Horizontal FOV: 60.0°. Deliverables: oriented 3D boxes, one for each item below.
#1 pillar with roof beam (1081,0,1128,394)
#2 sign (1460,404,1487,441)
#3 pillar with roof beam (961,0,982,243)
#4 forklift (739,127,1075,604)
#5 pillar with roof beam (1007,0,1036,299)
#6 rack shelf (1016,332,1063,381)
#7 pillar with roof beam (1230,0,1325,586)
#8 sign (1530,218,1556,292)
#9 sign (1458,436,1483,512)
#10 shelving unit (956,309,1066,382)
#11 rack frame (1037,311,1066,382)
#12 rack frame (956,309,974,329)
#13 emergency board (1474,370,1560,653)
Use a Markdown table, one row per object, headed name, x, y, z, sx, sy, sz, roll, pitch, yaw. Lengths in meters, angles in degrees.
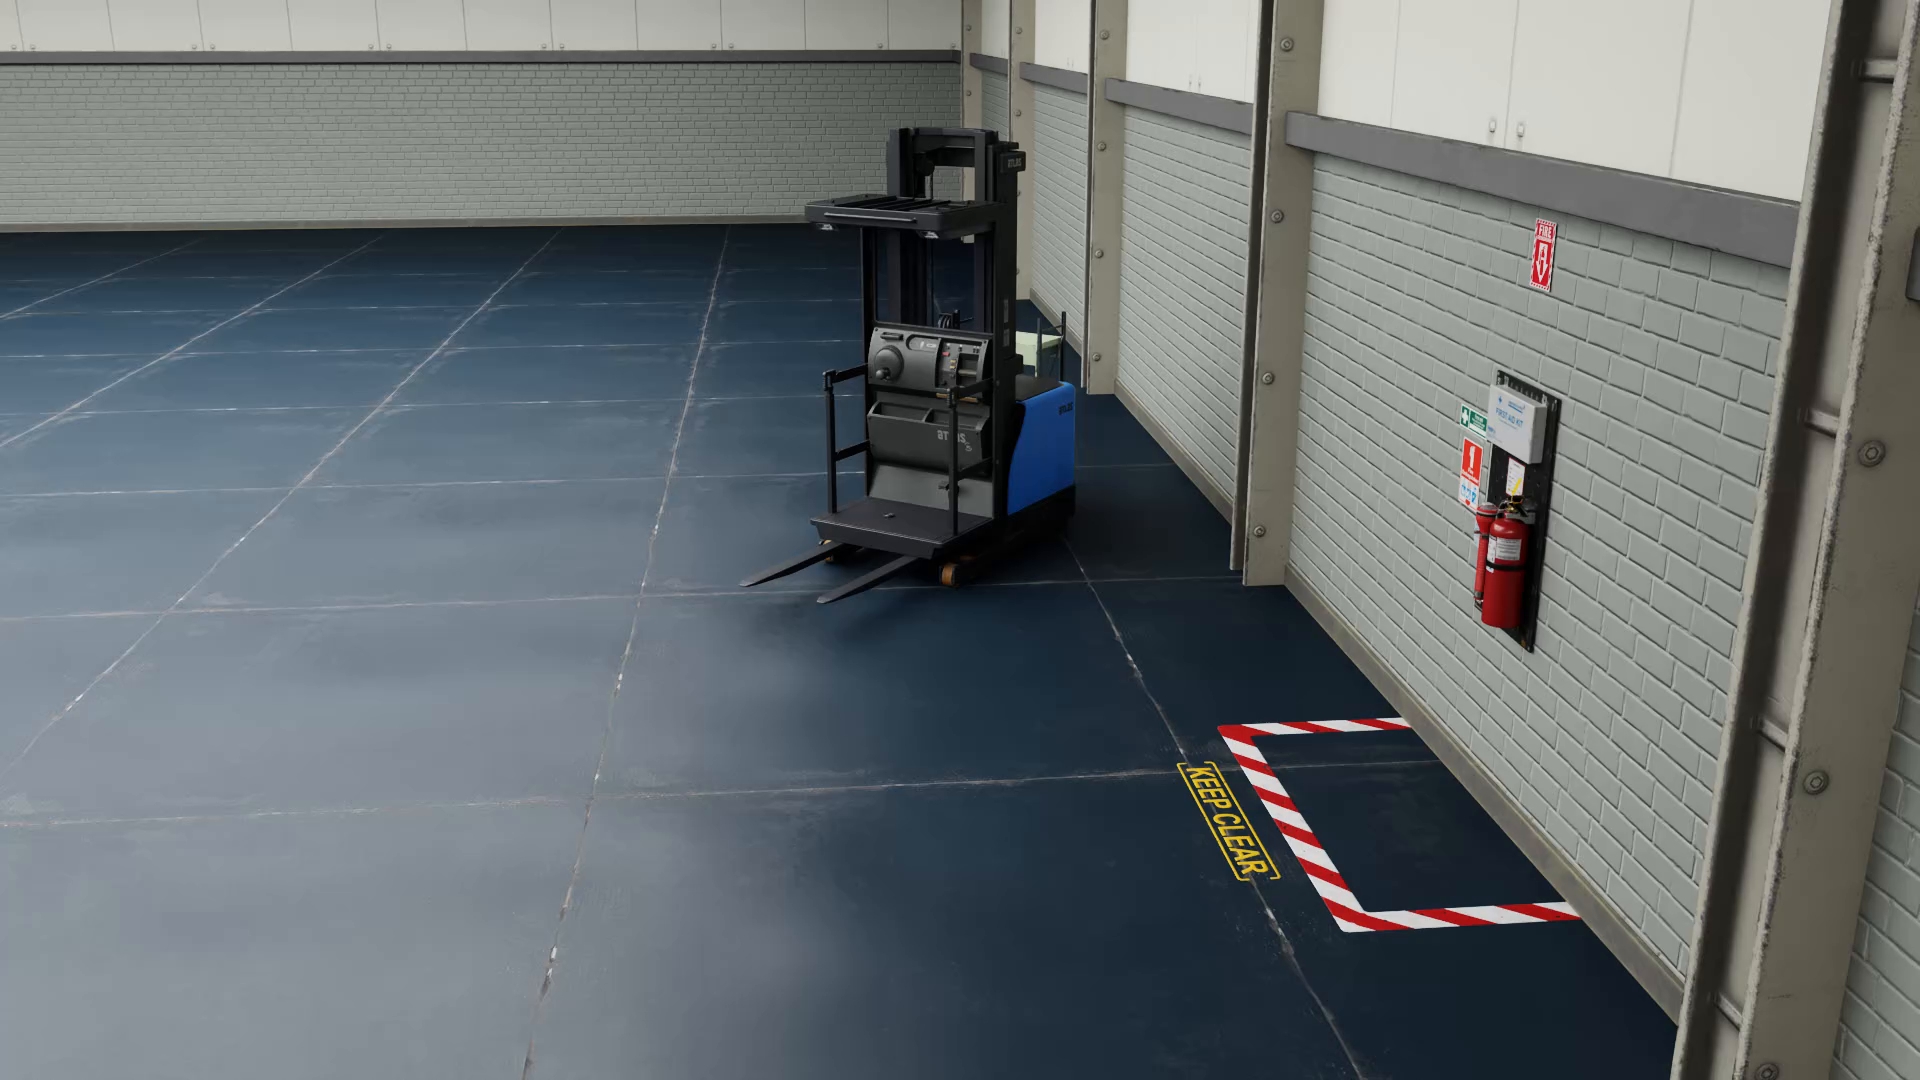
| name | x | y | z | sx | sy | sz | roll | pitch | yaw |
| --- | --- | --- | --- | --- | --- | --- | --- | --- | --- |
| pillar with roof beam | -2.852 | -5.703 | 15.320 | 9.100 | 9.000 | 0.400 | -2 | 18 | -6 |
| sign | 2.488 | -0.572 | 8.048 | 0.001 | 0.109 | 0.331 | -2 | 18 | -6 |
| pillar with roof beam | -4.089 | -9.279 | 26.708 | 9.100 | 9.000 | 0.400 | -2 | 18 | -6 |
| forklift | -0.329 | -1.237 | 11.225 | 1.130 | 2.935 | 3.031 | 10 | 20 | 30 |
| pillar with roof beam | -3.471 | -7.491 | 21.014 | 9.100 | 9.000 | 0.400 | -2 | 18 | -6 |
| rack shelf | 0.390 | -1.422 | 12.900 | 0.720 | 0.370 | 0.431 | 11 | 20 | 31 |
| pillar with roof beam | -2.233 | -3.916 | 9.626 | 9.100 | 9.000 | 0.400 | -2 | 18 | -6 |
| sign | 2.549 | -1.248 | 7.274 | 0.001 | 0.298 | 0.199 | -2 | 18 | -6 |
| sign | 2.497 | -0.321 | 8.133 | 0.001 | 0.329 | 0.234 | -2 | 18 | -6 |
| shelving unit | 0.390 | -1.050 | 13.017 | 0.755 | 1.500 | 0.431 | 11 | 20 | 31 |
| rack frame | 0.697 | -0.990 | 12.827 | 0.023 | 1.500 | 0.400 | 11 | 20 | 31 |
| rack frame | 0.083 | -1.109 | 13.206 | 0.023 | 1.500 | 0.400 | 11 | 20 | 31 |
| emergency board | 2.451 | -0.136 | 7.603 | 0.194 | 1.169 | 0.643 | -2 | 18 | -6 |
